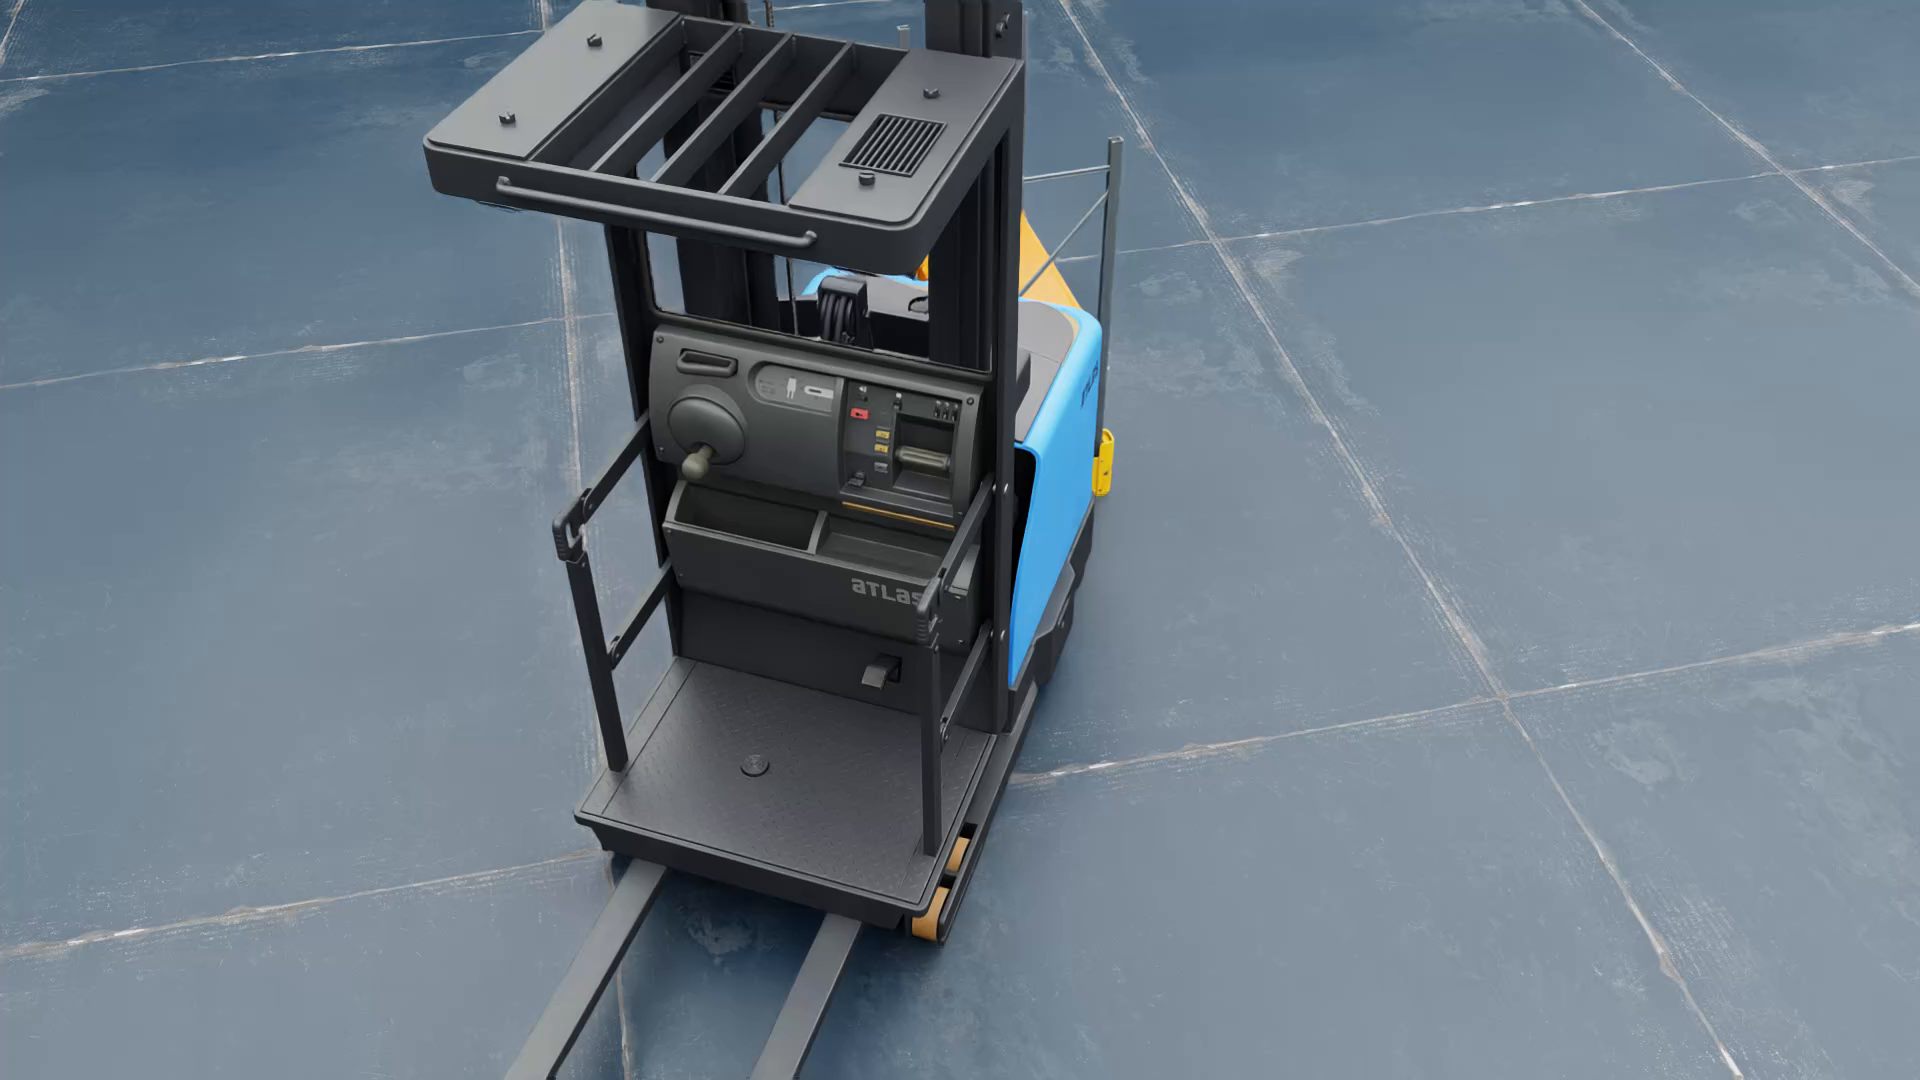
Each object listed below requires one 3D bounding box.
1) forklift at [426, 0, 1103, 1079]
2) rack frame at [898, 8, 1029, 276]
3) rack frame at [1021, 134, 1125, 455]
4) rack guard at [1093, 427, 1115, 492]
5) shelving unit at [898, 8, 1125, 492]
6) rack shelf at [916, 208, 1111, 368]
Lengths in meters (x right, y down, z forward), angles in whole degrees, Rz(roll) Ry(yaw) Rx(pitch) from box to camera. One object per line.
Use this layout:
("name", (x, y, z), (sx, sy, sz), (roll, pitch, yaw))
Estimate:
("forklift", (-0.459, -0.232, 4.303), (1.130, 2.935, 3.031), (12, 43, 14))
("rack frame", (0.014, -1.377, 6.671), (0.500, 1.500, 0.032), (-11, 43, -12))
("rack frame", (0.301, -0.729, 5.942), (0.500, 1.500, 0.032), (-11, 43, -12))
("rack guard", (0.300, -0.262, 6.357), (0.587, 0.250, 0.087), (-11, 43, -12))
("shelving unit", (0.160, -1.047, 6.300), (0.587, 1.500, 1.083), (-11, 43, -12))
("rack shelf", (0.157, -0.918, 6.426), (0.538, 0.185, 1.000), (-11, 43, -12))
